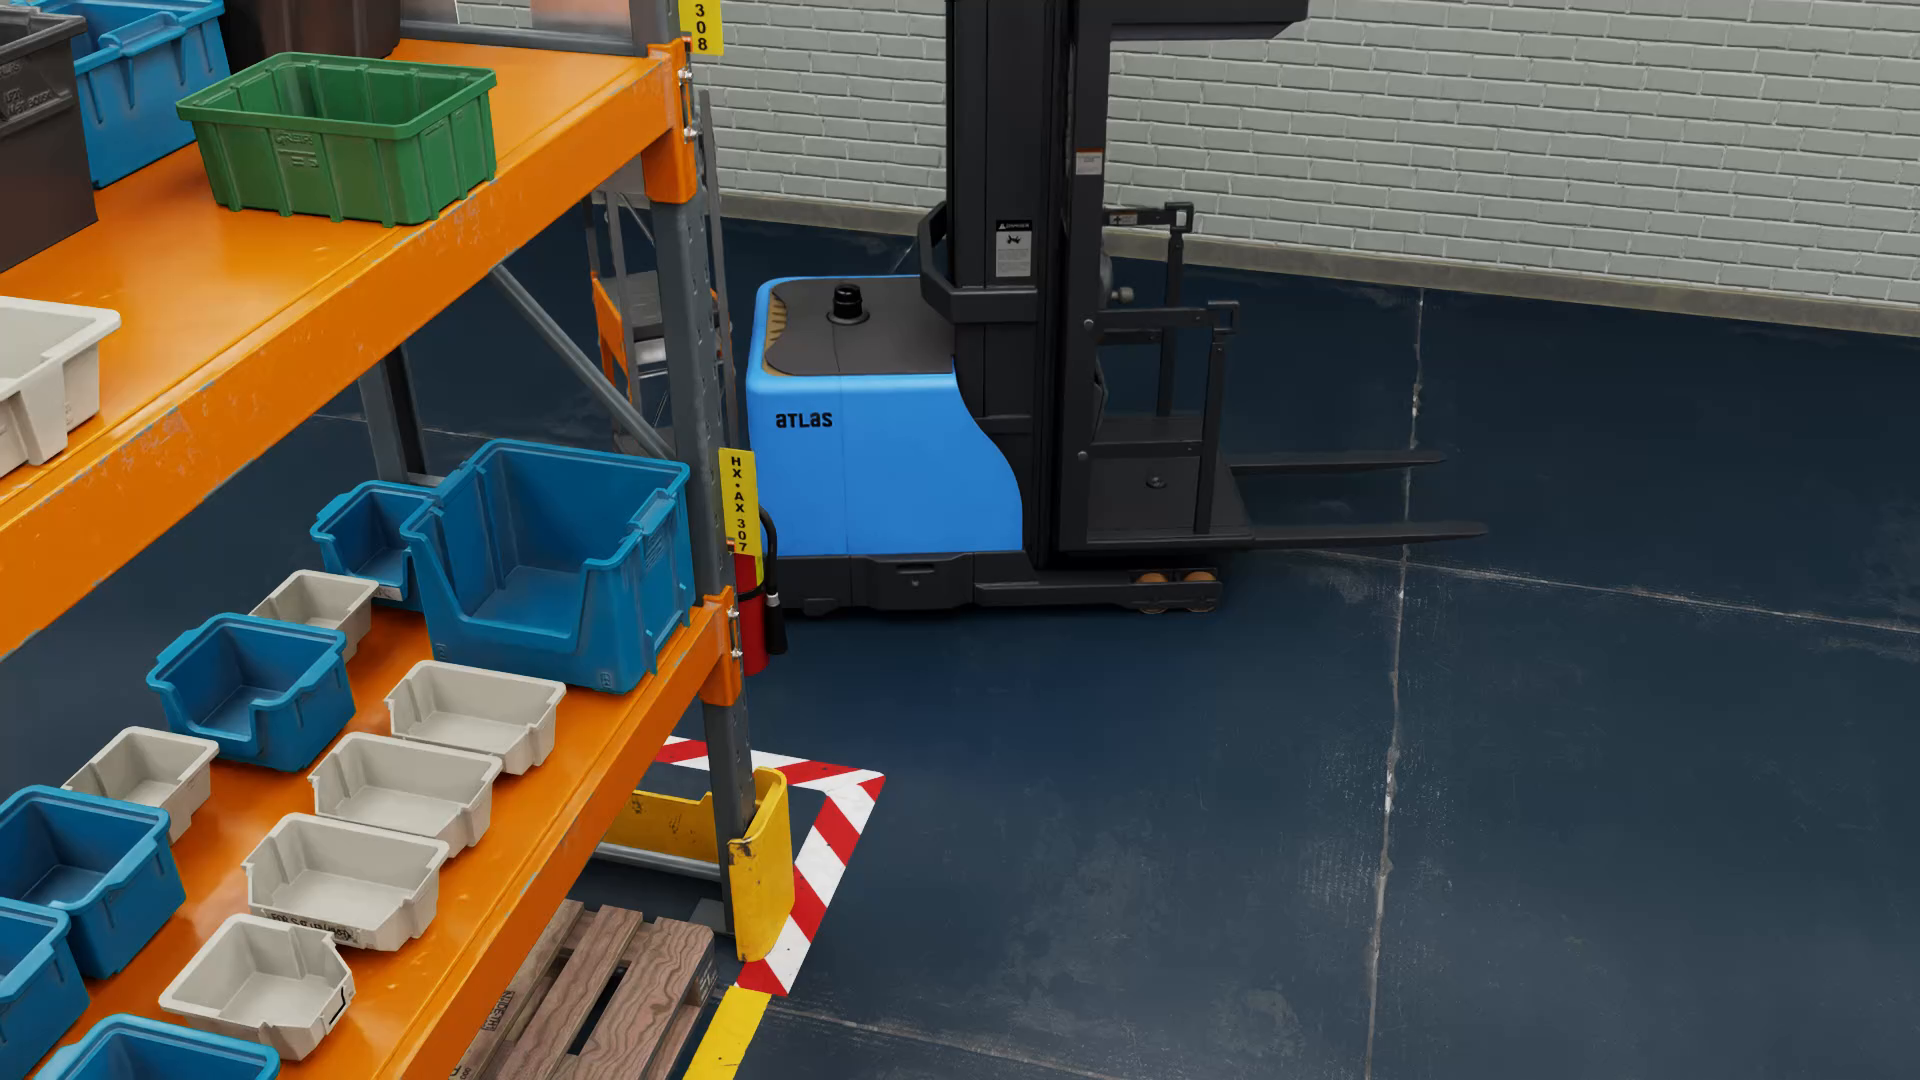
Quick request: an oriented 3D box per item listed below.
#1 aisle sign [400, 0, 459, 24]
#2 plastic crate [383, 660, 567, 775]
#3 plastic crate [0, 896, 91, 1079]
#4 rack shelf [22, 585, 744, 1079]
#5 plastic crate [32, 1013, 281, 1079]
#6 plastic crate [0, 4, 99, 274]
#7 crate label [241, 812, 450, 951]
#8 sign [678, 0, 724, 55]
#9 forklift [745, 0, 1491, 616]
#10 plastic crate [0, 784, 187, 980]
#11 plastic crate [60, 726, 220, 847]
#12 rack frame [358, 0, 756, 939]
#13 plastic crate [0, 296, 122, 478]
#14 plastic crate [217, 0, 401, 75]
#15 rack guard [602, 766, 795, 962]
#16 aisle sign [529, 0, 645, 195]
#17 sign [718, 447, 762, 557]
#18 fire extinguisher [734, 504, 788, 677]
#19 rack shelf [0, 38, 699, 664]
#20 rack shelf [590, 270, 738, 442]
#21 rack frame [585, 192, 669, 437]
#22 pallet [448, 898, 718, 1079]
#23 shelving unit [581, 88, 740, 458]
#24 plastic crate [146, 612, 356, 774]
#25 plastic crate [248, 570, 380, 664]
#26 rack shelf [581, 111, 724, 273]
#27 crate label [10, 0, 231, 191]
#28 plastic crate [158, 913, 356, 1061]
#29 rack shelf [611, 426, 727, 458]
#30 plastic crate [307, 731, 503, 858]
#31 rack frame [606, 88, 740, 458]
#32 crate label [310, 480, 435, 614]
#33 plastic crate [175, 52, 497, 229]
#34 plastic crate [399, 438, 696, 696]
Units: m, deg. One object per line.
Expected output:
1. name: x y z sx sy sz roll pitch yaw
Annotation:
1. aisle sign: -1.394 -1.272 4.032 0.394 0.787 0.004 8 33 12
2. plastic crate: -1.157 0.437 3.957 0.396 0.136 0.243 8 33 12
3. plastic crate: -1.916 0.870 3.185 0.416 0.233 0.300 8 33 12
4. rack shelf: -1.632 1.244 3.167 1.077 0.370 4.000 8 33 12
5. plastic crate: -1.398 1.049 2.905 0.416 0.233 0.300 8 33 12
6. plastic crate: -1.778 -0.582 2.631 0.504 0.338 0.767 8 33 12
7. crate label: -1.291 0.733 3.491 0.396 0.136 0.243 8 33 12
8. sign: -0.588 -1.252 3.726 0.100 0.325 0.005 8 33 12
9. forklift: 0.673 -1.219 6.436 3.031 2.935 1.130 -2 32 -2
10. plastic crate: -1.840 0.715 3.430 0.416 0.233 0.300 8 33 12
11. plastic crate: -1.839 0.579 3.733 0.250 0.136 0.298 8 33 12
12. rack frame: -1.125 -0.097 4.607 1.000 3.000 0.127 8 33 12
13. plastic crate: -1.409 -0.146 2.133 0.437 0.136 0.530 8 33 12
14. plastic crate: -1.492 -1.146 3.583 0.497 0.269 0.590 8 33 12
15. rack guard: -1.131 0.943 5.300 1.175 0.500 0.348 8 33 12
16. aisle sign: -0.823 -1.192 3.906 0.394 0.787 0.004 8 33 12
17. sign: -0.588 -0.100 4.459 0.100 0.325 0.005 8 33 12
18. fire extinguisher: -0.647 0.076 4.754 0.296 0.674 0.183 8 33 12
19. rack shelf: -1.632 -0.022 2.363 1.077 0.370 4.000 8 33 12
20. rack shelf: -1.156 -0.757 6.507 0.431 0.518 0.480 -13 35 -20
21. rack frame: -1.254 -0.888 6.688 0.400 2.100 0.015 -13 35 -20
22. pallet: -1.372 1.502 4.690 1.003 0.211 1.213 8 33 12
23. shelving unit: -1.156 -0.768 6.499 0.431 2.100 0.503 -13 35 -20
24. plastic crate: -1.673 0.373 3.967 0.416 0.233 0.300 8 33 12
25. plastic crate: -1.667 0.227 4.287 0.250 0.136 0.298 8 33 12
26. rack shelf: -1.159 -1.347 6.130 0.431 0.518 0.480 -13 35 -20
27. crate label: -1.671 -0.866 3.158 0.408 0.251 0.502 8 33 12
28. plastic crate: -1.348 0.889 3.246 0.298 0.136 0.250 8 33 12
29. rack shelf: -1.153 -0.167 6.883 0.431 0.518 0.480 -13 35 -20
30. plastic crate: -1.244 0.585 3.724 0.396 0.136 0.243 8 33 12
31. rack frame: -1.059 -0.648 6.311 0.400 2.100 0.015 -13 35 -20
32. crate label: -1.506 0.031 4.505 0.416 0.233 0.303 8 33 12
33. plastic crate: -1.099 -0.723 2.993 0.450 0.188 0.336 8 33 12
34. plastic crate: -1.029 0.062 4.268 0.616 0.435 0.499 8 33 12
